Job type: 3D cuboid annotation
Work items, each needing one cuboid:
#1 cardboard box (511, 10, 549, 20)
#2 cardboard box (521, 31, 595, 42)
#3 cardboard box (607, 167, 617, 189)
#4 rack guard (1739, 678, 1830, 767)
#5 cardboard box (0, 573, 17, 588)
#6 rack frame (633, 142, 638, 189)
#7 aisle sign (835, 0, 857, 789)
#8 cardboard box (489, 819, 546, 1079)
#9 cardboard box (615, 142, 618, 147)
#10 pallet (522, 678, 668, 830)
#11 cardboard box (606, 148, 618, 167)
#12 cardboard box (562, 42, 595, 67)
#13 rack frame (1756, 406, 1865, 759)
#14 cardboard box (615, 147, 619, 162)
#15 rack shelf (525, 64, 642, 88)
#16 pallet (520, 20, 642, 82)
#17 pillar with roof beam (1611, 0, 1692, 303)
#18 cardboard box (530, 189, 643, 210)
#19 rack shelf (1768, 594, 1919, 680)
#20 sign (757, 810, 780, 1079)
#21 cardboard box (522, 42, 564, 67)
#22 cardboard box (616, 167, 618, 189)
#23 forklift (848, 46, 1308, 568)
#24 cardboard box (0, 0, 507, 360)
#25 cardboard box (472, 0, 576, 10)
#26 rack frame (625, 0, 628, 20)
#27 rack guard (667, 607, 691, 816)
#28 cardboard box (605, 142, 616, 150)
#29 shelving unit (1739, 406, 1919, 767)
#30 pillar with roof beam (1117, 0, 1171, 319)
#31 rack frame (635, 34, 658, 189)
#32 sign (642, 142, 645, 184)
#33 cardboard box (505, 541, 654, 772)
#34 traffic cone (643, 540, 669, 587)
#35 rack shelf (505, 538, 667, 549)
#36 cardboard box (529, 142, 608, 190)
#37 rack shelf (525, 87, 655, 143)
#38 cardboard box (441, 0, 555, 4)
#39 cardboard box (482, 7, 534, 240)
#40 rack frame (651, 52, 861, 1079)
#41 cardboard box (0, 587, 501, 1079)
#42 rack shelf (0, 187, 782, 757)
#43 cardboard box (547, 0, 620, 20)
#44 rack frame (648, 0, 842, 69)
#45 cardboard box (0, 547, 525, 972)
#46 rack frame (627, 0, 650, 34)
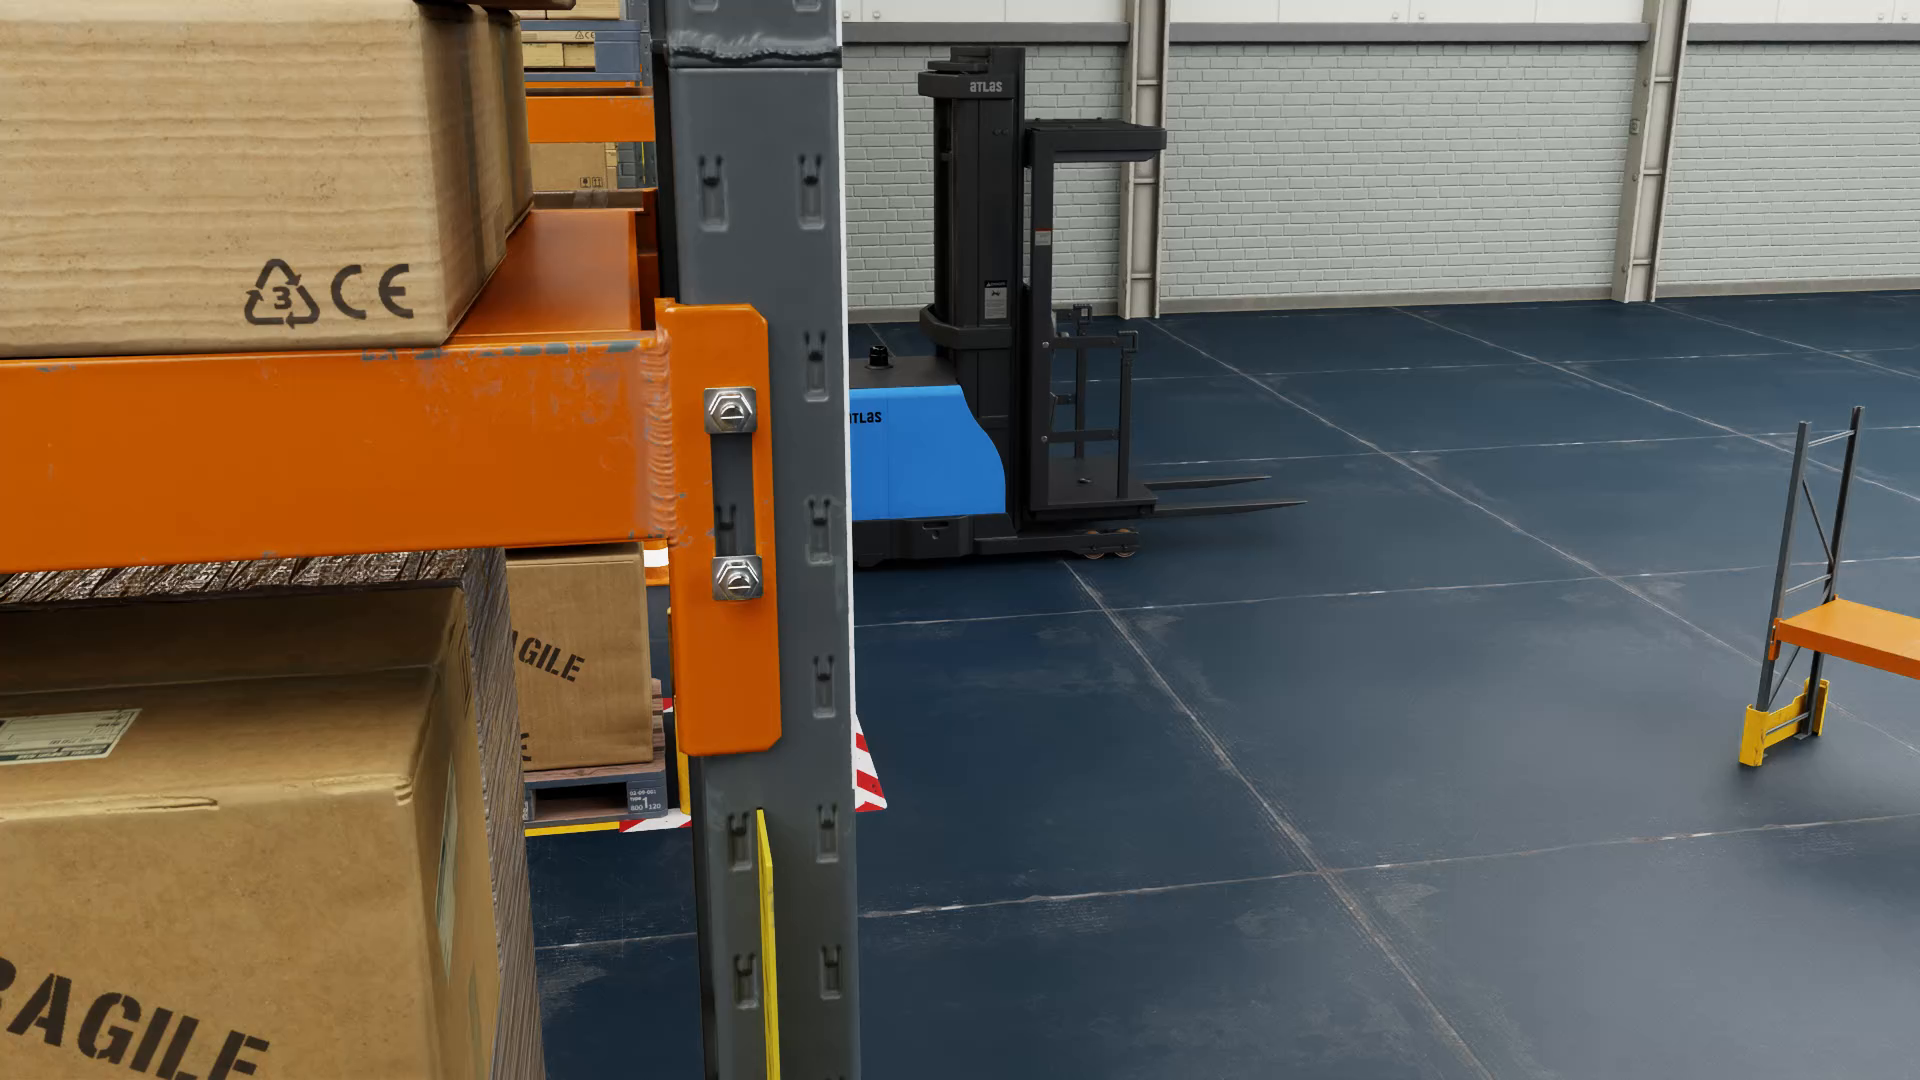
[{"bbox_3d":[-1.597,-1.928,5.915,0.250,0.149,0.380,-3,17,-10],"label":"cardboard box"},{"bbox_3d":[-2.577,-3.316,10.638,0.500,0.250,0.500,-3,17,-11],"label":"cardboard box"},{"bbox_3d":[-3.504,-3.293,15.753,0.500,0.500,0.500,-4,17,-12],"label":"cardboard box"},{"bbox_3d":[3.621,0.795,7.299,0.587,0.250,0.087,-13,21,-36],"label":"rack guard"},{"bbox_3d":[-1.329,0.249,2.011,0.500,0.500,0.500,-3,17,-10],"label":"cardboard box"},{"bbox_3d":[-3.071,-3.348,16.104,0.127,3.000,1.000,-3,17,-10],"label":"rack frame"},{"bbox_3d":[-0.128,-0.220,1.492,0.004,0.787,0.394,-3,17,-10],"label":"aisle sign"},{"bbox_3d":[-0.791,0.772,2.012,0.500,0.500,0.875,-3,17,-10],"label":"cardboard box"},{"bbox_3d":[-3.441,-3.891,16.090,0.250,0.149,0.380,-4,17,-12],"label":"cardboard box"},{"bbox_3d":[-1.857,0.904,7.009,1.213,0.211,1.003,-3,17,-10],"label":"pallet"},{"bbox_3d":[-3.358,-3.606,15.668,0.250,0.149,0.380,-3,17,-10],"label":"cardboard box"},{"bbox_3d":[-2.423,-3.131,10.715,0.250,0.149,0.380,-3,17,-10],"label":"cardboard box"},{"bbox_3d":[3.620,0.197,7.117,0.500,1.500,0.032,-13,21,-36],"label":"rack frame"},{"bbox_3d":[-3.453,-3.762,16.176,0.250,0.149,0.380,-4,17,-12],"label":"cardboard box"},{"bbox_3d":[-4.089,-2.896,10.748,4.000,0.370,1.077,-3,17,-10],"label":"rack shelf"},{"bbox_3d":[-1.813,-1.843,6.246,1.213,0.211,1.003,-3,17,-10],"label":"pallet"},{"bbox_3d":[8.674,-5.864,14.078,0.400,9.000,9.100,-3,17,-10],"label":"pillar with roof beam"},{"bbox_3d":[-1.459,-1.074,6.606,0.550,0.550,0.875,-3,17,-10],"label":"cardboard box"},{"bbox_3d":[3.929,0.487,6.784,0.538,0.185,1.000,-13,21,-36],"label":"rack shelf"},{"bbox_3d":[-0.160,0.396,1.403,0.005,0.325,0.100,-3,17,-10],"label":"sign"},{"bbox_3d":[-2.661,-3.107,10.639,0.250,0.149,0.380,-3,17,-10],"label":"cardboard box"},{"bbox_3d":[-3.610,-3.448,16.260,0.500,0.500,0.500,-3,17,-9],"label":"cardboard box"},{"bbox_3d":[0.612,-1.436,9.996,3.031,2.935,1.130,-3,17,-11],"label":"forklift"},{"bbox_3d":[-0.670,-0.323,1.400,0.500,0.250,0.500,-3,17,-9],"label":"cardboard box"},{"bbox_3d":[-0.560,-0.665,1.834,0.250,0.149,0.380,-3,17,-11],"label":"cardboard box"},{"bbox_3d":[-3.071,-6.216,15.223,0.127,3.000,1.000,-3,17,-10],"label":"rack frame"},{"bbox_3d":[-1.063,0.698,7.189,0.348,0.500,1.175,-3,17,-10],"label":"rack guard"},{"bbox_3d":[-3.382,-3.767,15.687,0.250,0.149,0.380,-3,17,-10],"label":"cardboard box"},{"bbox_3d":[3.924,0.313,6.738,0.587,1.500,1.083,-13,21,-36],"label":"shelving unit"},{"bbox_3d":[2.783,-5.530,12.990,0.400,9.000,9.100,-3,17,-10],"label":"pillar with roof beam"},{"bbox_3d":[-2.125,-1.917,11.445,0.127,3.000,1.000,-3,17,-10],"label":"rack frame"},{"bbox_3d":[-2.040,-2.461,10.704,0.005,0.325,0.100,-3,17,-10],"label":"sign"},{"bbox_3d":[-1.740,0.376,6.883,0.875,0.875,0.875,-3,17,-10],"label":"cardboard box"},{"bbox_3d":[-1.758,-0.008,9.549,0.334,0.463,0.336,-3,17,-10],"label":"traffic cone"},{"bbox_3d":[-3.051,-0.041,6.561,4.000,0.370,1.077,-3,17,-10],"label":"rack shelf"},{"bbox_3d":[-2.585,-2.494,10.943,0.500,0.500,0.700,-4,17,-12],"label":"cardboard box"},{"bbox_3d":[-3.051,-1.475,6.120,4.000,0.370,1.077,-3,17,-10],"label":"rack shelf"},{"bbox_3d":[-0.459,-0.508,1.324,0.250,0.149,0.380,-3,17,-10],"label":"cardboard box"},{"bbox_3d":[-0.767,-0.470,1.881,0.500,0.250,0.500,-3,17,-9],"label":"cardboard box"},{"bbox_3d":[-0.245,0.939,2.144,0.127,3.000,1.000,-3,17,-10],"label":"rack frame"},{"bbox_3d":[-0.738,0.373,1.607,0.500,0.500,0.500,-3,17,-10],"label":"cardboard box"},{"bbox_3d":[-2.209,-0.039,1.447,4.000,0.370,1.077,-3,17,-10],"label":"rack shelf"},{"bbox_3d":[-1.349,-1.942,5.960,0.250,0.149,0.380,-3,17,-11],"label":"cardboard box"},{"bbox_3d":[-0.245,-1.928,1.263,0.127,3.000,1.000,-3,17,-10],"label":"rack frame"},{"bbox_3d":[-0.837,0.224,2.095,0.500,0.500,0.500,-3,17,-10],"label":"cardboard box"},{"bbox_3d":[-2.125,-4.785,10.565,0.127,3.000,1.000,-3,17,-10],"label":"rack frame"}]
